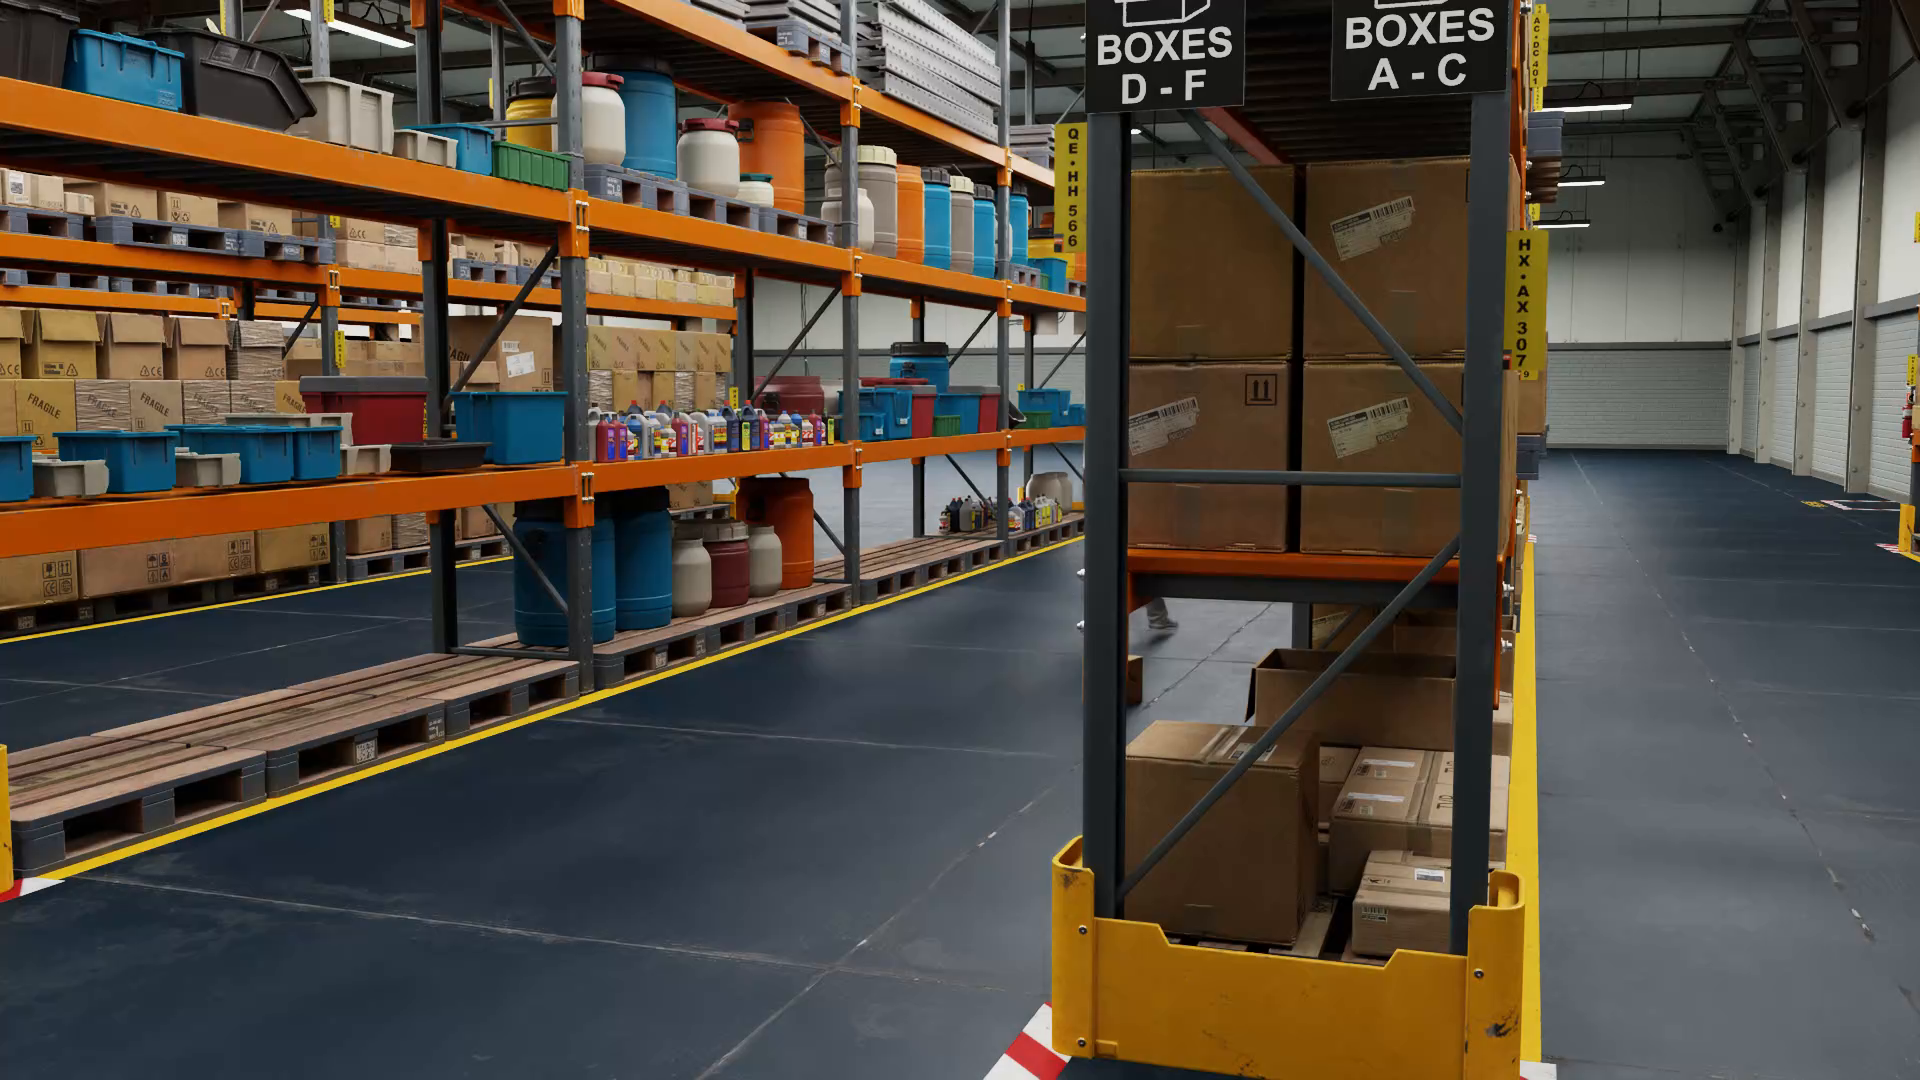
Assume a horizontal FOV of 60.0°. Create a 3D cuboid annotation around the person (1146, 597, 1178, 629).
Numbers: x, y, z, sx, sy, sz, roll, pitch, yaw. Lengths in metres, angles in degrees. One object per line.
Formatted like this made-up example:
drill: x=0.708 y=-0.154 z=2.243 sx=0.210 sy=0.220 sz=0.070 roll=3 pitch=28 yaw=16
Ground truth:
person: x=1.193 y=-0.212 z=11.490 sx=0.624 sy=1.715 sz=0.973 roll=2 pitch=6 yaw=24
